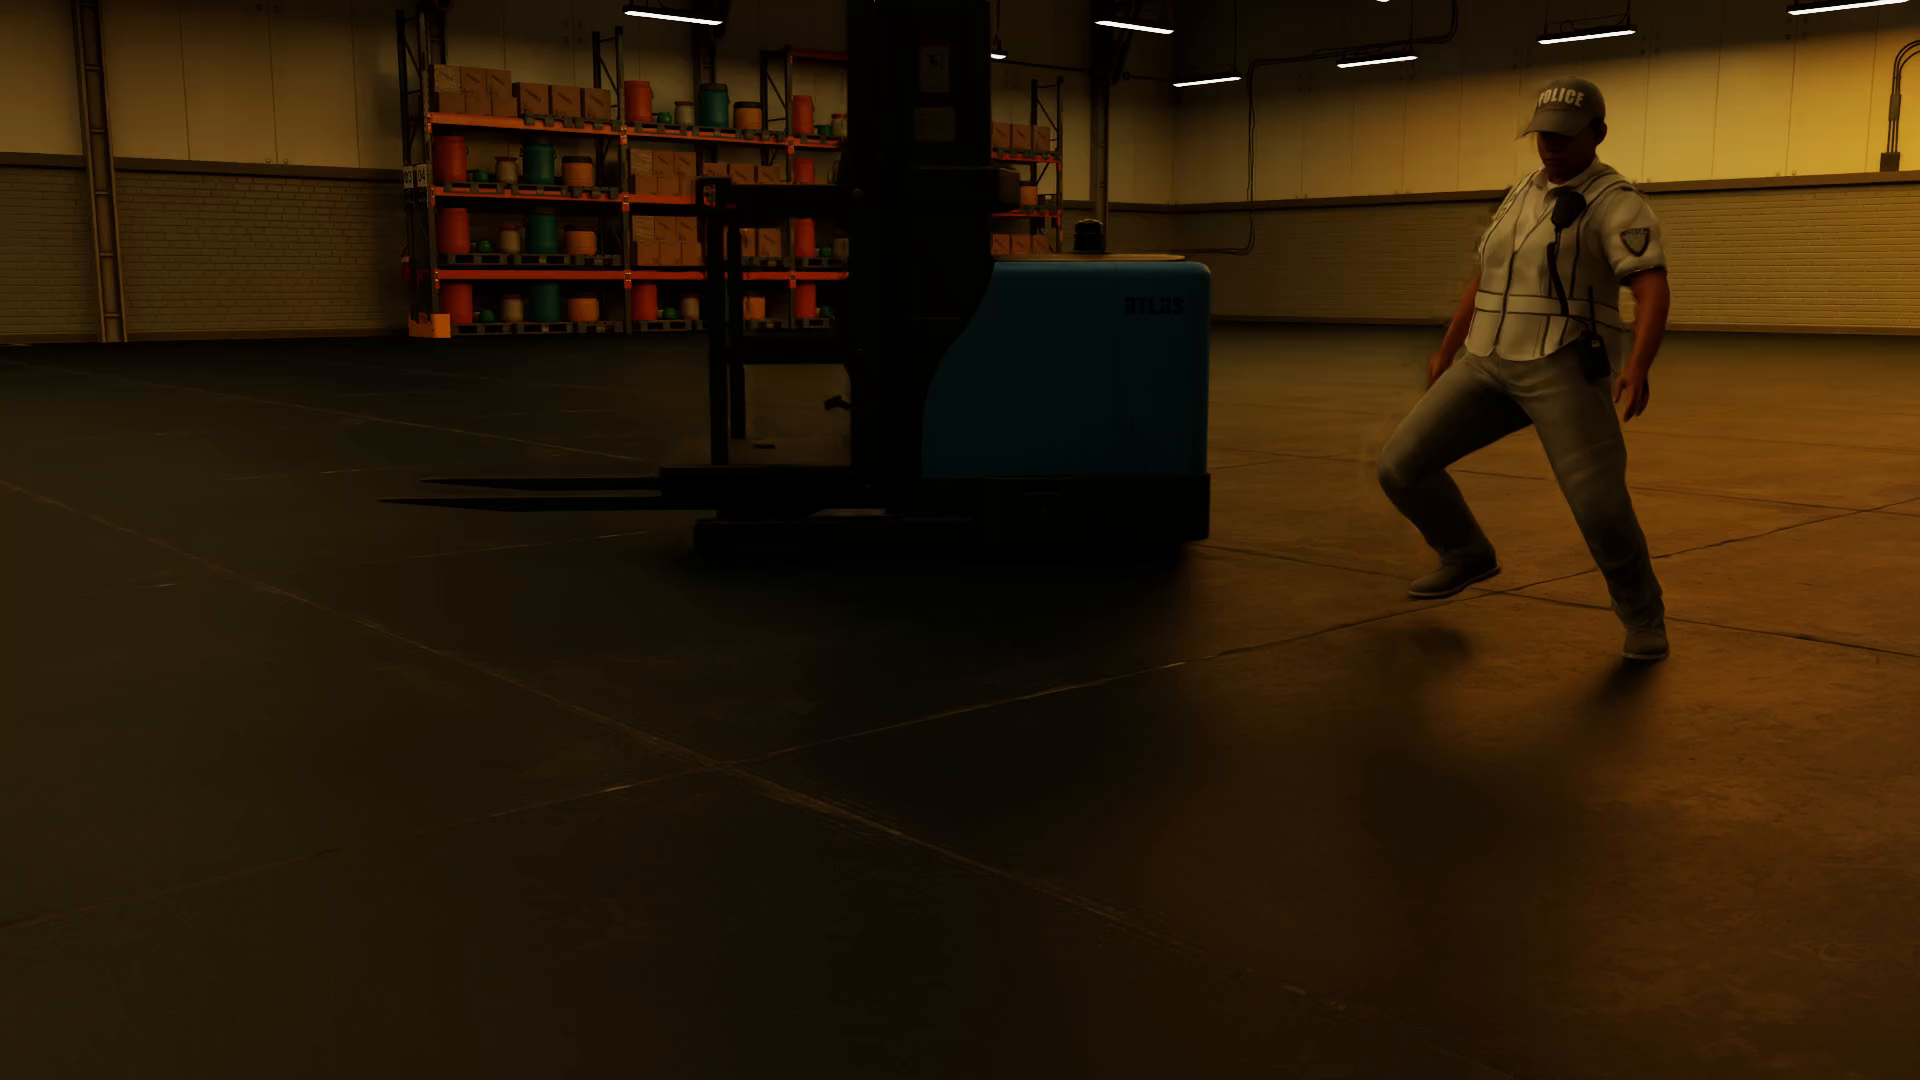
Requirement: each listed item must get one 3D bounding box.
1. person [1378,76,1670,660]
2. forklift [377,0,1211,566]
[{"bbox_3d":[1.616,-0.481,4.636,0.589,1.564,0.864,-5,10,-28],"label":"person"},{"bbox_3d":[-0.623,-1.439,6.256,3.031,2.935,1.130,-1,9,-4],"label":"forklift"}]
